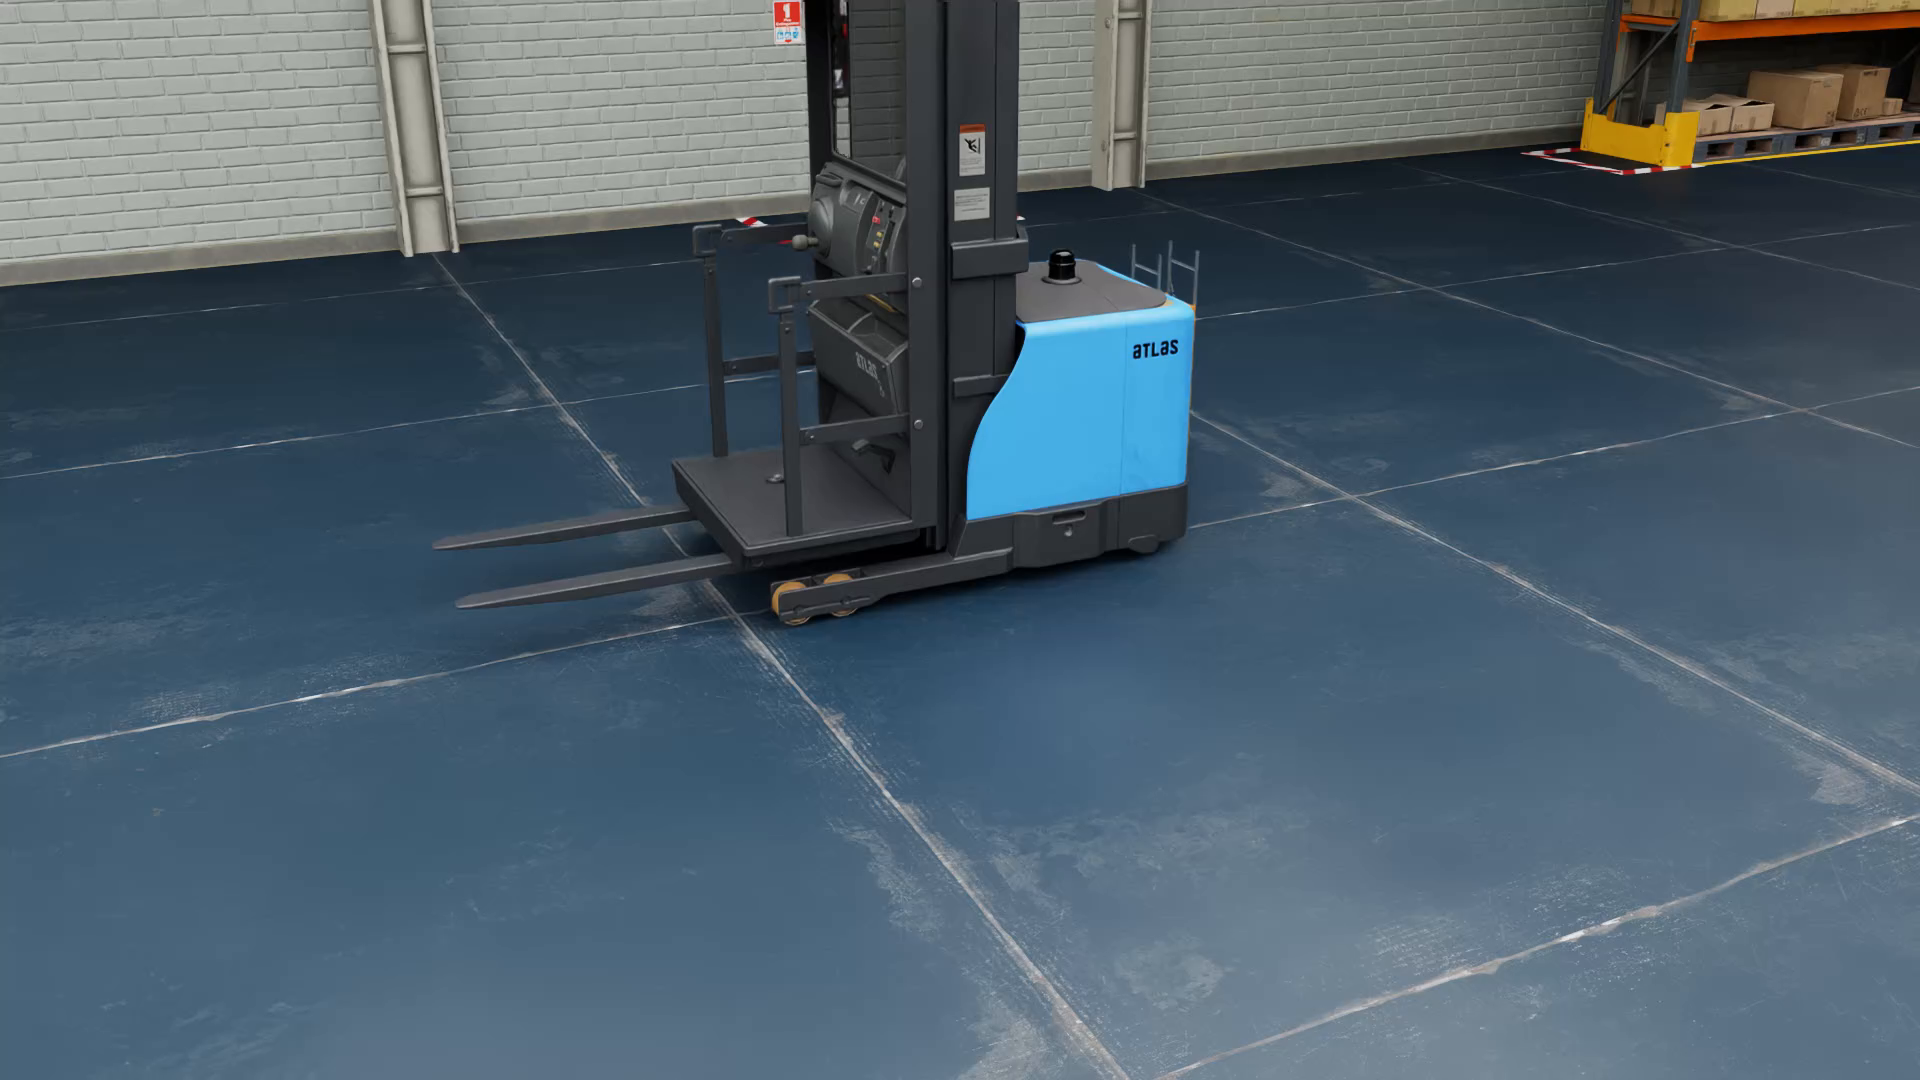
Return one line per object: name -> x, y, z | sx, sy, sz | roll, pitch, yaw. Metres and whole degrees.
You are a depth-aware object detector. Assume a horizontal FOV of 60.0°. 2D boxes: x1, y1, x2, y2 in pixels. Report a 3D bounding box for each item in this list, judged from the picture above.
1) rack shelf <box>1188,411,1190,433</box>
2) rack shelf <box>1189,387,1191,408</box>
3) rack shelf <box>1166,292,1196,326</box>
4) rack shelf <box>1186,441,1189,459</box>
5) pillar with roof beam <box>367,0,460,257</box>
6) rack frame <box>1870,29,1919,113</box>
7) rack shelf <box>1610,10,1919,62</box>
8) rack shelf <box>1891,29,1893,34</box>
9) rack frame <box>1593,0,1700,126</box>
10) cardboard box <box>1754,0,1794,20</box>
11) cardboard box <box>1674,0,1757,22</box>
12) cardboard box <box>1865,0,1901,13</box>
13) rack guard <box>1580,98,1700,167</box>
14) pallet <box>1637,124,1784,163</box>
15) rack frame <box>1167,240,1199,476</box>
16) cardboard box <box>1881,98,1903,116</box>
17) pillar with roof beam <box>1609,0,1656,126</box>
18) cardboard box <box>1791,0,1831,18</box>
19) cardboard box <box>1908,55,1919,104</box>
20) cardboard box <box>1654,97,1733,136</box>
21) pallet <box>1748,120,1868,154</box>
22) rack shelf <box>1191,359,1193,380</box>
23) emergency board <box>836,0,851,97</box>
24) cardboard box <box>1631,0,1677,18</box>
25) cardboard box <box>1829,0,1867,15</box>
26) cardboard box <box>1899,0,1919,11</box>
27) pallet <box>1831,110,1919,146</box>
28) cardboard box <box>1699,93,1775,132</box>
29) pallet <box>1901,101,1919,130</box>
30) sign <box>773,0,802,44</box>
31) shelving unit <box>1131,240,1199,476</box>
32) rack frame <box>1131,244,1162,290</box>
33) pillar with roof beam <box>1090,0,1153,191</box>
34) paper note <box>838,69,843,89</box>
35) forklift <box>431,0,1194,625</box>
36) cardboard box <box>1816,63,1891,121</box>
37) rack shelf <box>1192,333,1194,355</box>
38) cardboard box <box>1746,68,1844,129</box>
rack shelf -> 0.884, -0.551, 7.442 | 0.180, 0.103, 0.258 | -10, 24, -22
rack shelf -> 0.884, -0.662, 7.396 | 0.180, 0.103, 0.258 | -10, 24, -22
rack shelf -> 0.884, -0.994, 7.259 | 0.180, 0.103, 0.258 | -10, 24, -22
rack shelf -> 0.884, -0.440, 7.488 | 0.180, 0.103, 0.258 | -10, 24, -22
pillar with roof beam -> -2.127, -4.855, 7.212 | 0.400, 9.000, 9.100 | -10, 25, -24
rack frame -> 10.168, -5.806, 17.355 | 0.127, 3.000, 1.000 | -10, 25, -24
rack shelf -> 8.365, -5.142, 16.691 | 4.000, 0.370, 1.077 | -10, 25, -24
rack shelf -> 11.970, -5.806, 18.294 | 4.000, 0.370, 1.077 | -10, 25, -24
rack frame -> 6.563, -5.143, 15.752 | 0.127, 3.000, 1.000 | -10, 25, -24
cardboard box -> 7.602, -5.145, 15.928 | 0.500, 0.250, 0.500 | -11, 25, -25
cardboard box -> 7.141, -5.054, 15.708 | 0.500, 0.250, 0.500 | -11, 25, -25
cardboard box -> 8.973, -5.395, 16.530 | 0.500, 0.250, 0.500 | -11, 25, -24
rack guard -> 6.632, -4.000, 16.260 | 0.348, 0.500, 1.175 | -10, 25, -24
pallet -> 7.379, -3.989, 16.612 | 1.213, 0.211, 1.003 | -10, 25, -24
rack frame -> 0.967, -0.717, 7.414 | 0.006, 1.200, 0.240 | -10, 24, -22
cardboard box -> 9.698, -4.601, 17.573 | 0.250, 0.166, 0.380 | -14, 26, -30
pillar with roof beam -> 8.686, -6.845, 12.021 | 0.400, 9.000, 9.100 | -10, 25, -24
cardboard box -> 8.064, -5.228, 16.127 | 0.500, 0.250, 0.500 | -11, 25, -24
cardboard box -> 10.824, -4.982, 18.058 | 0.500, 0.500, 0.700 | -10, 24, -22
cardboard box -> 7.226, -4.187, 16.384 | 0.500, 0.311, 0.500 | -14, 26, -30
pallet -> 8.477, -4.190, 17.097 | 1.213, 0.211, 1.003 | -10, 25, -24
rack shelf -> 0.884, -0.773, 7.350 | 0.180, 0.103, 0.258 | -10, 24, -22
emergency board -> -0.831, -4.165, 13.390 | 0.643, 1.169, 0.194 | -10, 25, -24
cardboard box -> 6.900, -5.227, 16.125 | 0.500, 0.250, 0.500 | -10, 25, -23
cardboard box -> 8.520, -5.311, 16.328 | 0.500, 0.250, 0.500 | -10, 25, -23
cardboard box -> 9.420, -5.483, 16.745 | 0.500, 0.250, 0.500 | -10, 25, -23
pallet -> 9.578, -4.394, 17.590 | 1.213, 0.211, 1.003 | -10, 25, -24
cardboard box -> 7.739, -4.282, 16.613 | 0.500, 0.311, 0.500 | -8, 24, -19
pallet -> 10.868, -4.647, 18.201 | 1.213, 0.211, 1.003 | -10, 25, -24
sign -> -1.374, -4.125, 13.247 | 0.234, 0.329, 0.001 | -10, 25, -24
shelving unit -> 0.884, -0.703, 7.379 | 0.189, 1.200, 0.258 | -10, 24, -22
rack frame -> 0.800, -0.689, 7.345 | 0.006, 1.200, 0.240 | -10, 24, -22
pillar with roof beam -> 3.280, -5.850, 9.617 | 0.400, 9.000, 9.100 | -10, 25, -24
paper note -> -1.020, -3.752, 13.545 | 0.142, 0.148, 0.016 | -10, 25, -24
forklift -> -0.591, -1.253, 6.446 | 3.031, 2.935, 1.130 | -10, 24, -22
cardboard box -> 9.250, -4.669, 17.299 | 0.500, 0.500, 0.500 | -12, 26, -28
rack shelf -> 0.884, -0.884, 7.305 | 0.180, 0.103, 0.258 | -10, 24, -22
cardboard box -> 8.422, -4.474, 16.829 | 0.500, 0.500, 0.700 | -12, 25, -27
